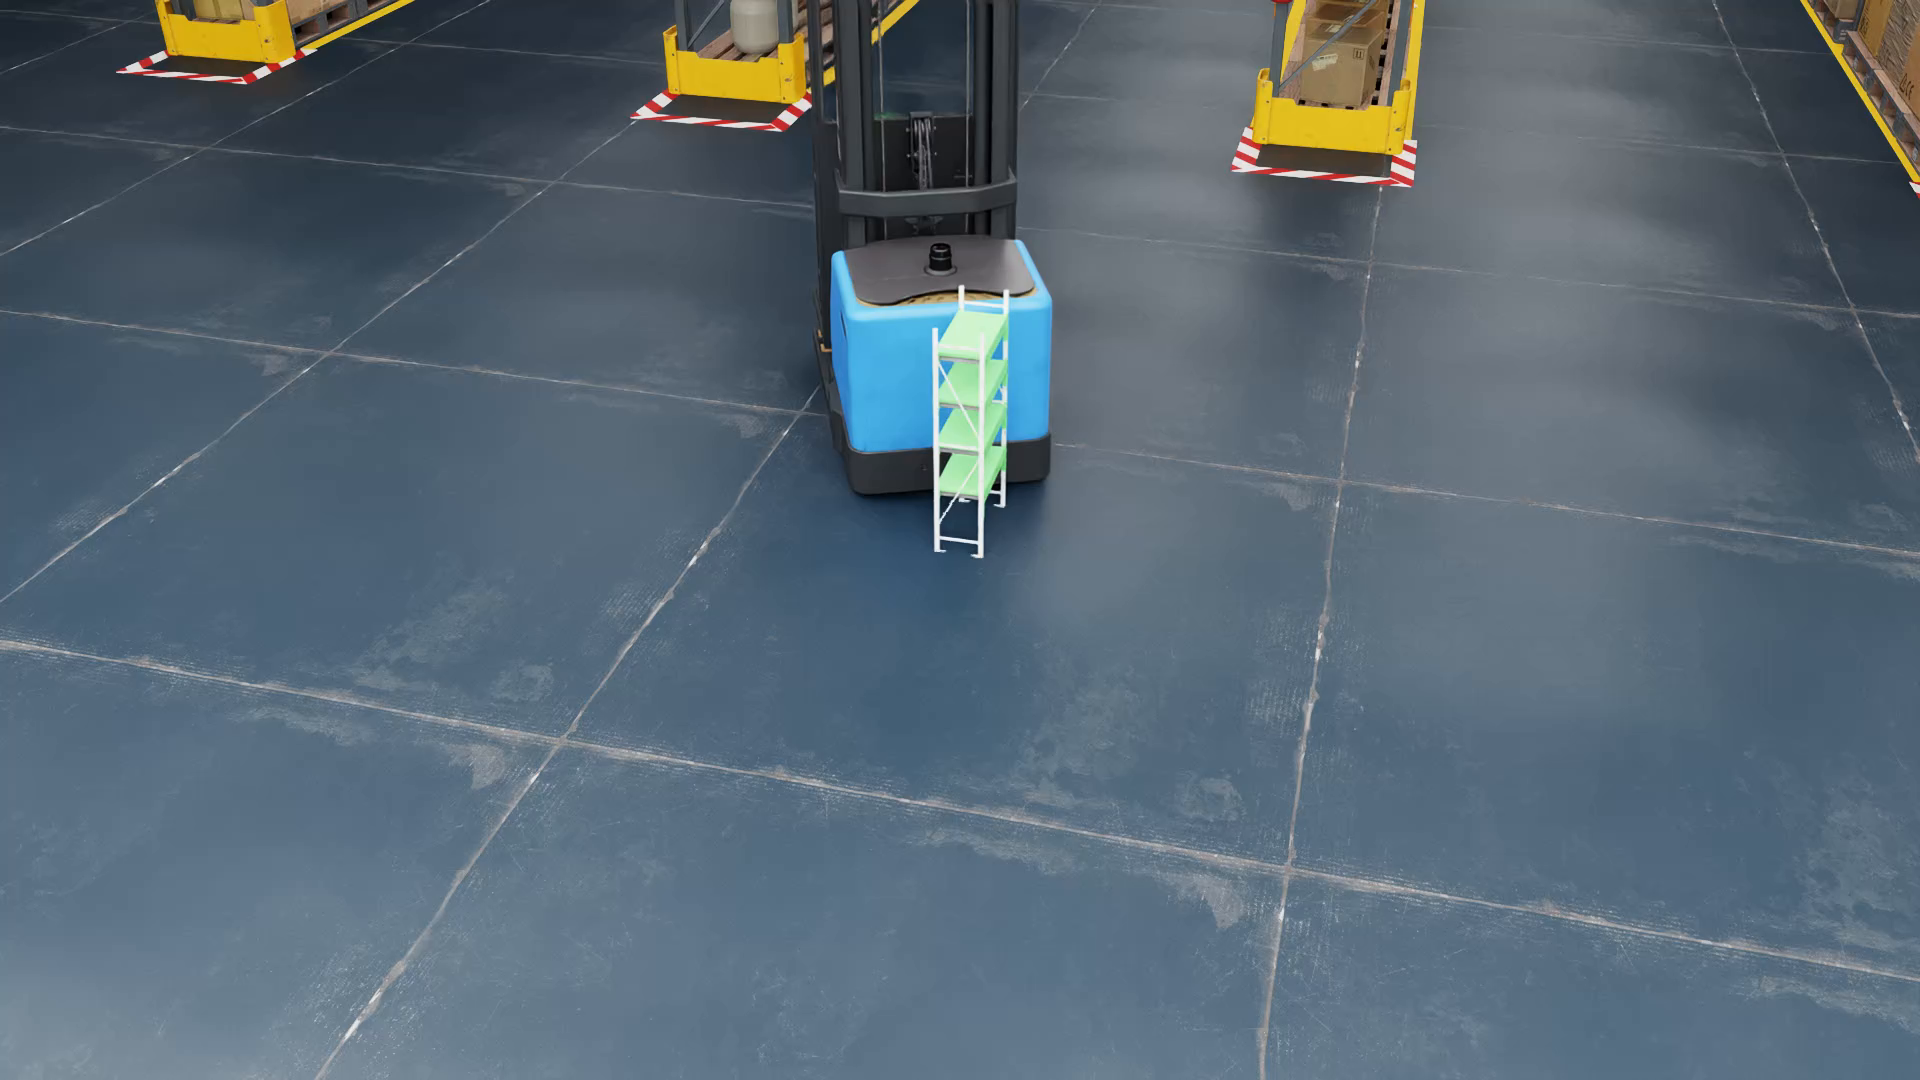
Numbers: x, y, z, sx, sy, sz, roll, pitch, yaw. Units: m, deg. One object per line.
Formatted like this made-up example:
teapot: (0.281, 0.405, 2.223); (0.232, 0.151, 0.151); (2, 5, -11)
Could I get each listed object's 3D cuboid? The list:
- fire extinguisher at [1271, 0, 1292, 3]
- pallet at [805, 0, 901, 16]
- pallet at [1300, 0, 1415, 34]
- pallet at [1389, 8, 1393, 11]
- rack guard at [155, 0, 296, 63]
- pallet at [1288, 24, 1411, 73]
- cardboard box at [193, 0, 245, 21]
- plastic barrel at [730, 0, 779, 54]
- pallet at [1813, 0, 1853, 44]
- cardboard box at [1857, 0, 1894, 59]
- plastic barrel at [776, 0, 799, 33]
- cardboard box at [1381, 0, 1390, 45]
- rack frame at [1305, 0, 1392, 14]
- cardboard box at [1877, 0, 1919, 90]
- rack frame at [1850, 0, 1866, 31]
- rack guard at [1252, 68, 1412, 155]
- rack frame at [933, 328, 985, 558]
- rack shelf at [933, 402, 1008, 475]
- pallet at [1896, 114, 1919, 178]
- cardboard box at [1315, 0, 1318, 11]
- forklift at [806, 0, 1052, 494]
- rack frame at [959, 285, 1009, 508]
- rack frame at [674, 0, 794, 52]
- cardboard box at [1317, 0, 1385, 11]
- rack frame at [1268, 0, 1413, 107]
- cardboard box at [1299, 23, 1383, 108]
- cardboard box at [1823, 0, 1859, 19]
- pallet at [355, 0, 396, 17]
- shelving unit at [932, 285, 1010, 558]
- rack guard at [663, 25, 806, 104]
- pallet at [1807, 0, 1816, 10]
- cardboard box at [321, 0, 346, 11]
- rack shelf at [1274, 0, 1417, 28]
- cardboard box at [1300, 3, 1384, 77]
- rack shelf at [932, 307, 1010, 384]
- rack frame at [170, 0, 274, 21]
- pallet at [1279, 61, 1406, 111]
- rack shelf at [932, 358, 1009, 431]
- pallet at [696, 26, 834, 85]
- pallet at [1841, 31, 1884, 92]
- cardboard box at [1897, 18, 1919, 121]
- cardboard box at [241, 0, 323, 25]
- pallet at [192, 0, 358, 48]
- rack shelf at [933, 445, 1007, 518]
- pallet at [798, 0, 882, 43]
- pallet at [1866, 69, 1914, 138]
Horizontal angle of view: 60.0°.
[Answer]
fire extinguisher: (2.428, -4.364, 12.390); (0.296, 0.674, 0.183); (8, 33, 12)
pallet: (-1.083, -5.623, 16.899); (1.003, 0.211, 1.213); (8, 33, 12)
pallet: (3.782, -4.939, 15.822); (1.003, 0.211, 1.213); (8, 33, 12)
pallet: (4.114, -5.696, 17.013); (1.003, 0.211, 1.213); (8, 33, 12)
rack guard: (-6.684, -4.676, 15.140); (1.175, 0.500, 0.348); (8, 33, 12)
pallet: (3.474, -4.304, 14.823); (1.003, 0.211, 1.213); (8, 33, 12)
cardboard box: (-6.828, -5.079, 15.615); (0.500, 0.250, 0.500); (8, 33, 12)
plastic barrel: (-1.795, -4.547, 14.533); (0.421, 0.512, 0.421); (0, 32, 0)
pallet: (8.813, -4.975, 15.879); (1.003, 0.211, 1.213); (8, 33, 12)
cardboard box: (8.463, -4.705, 14.444); (0.875, 0.875, 0.875); (9, 33, 13)
plastic barrel: (-1.667, -4.807, 14.943); (0.421, 0.512, 0.421); (0, 32, 0)
cardboard box: (3.558, -4.758, 14.877); (0.500, 0.500, 0.500); (5, 33, 8)
rack frame: (3.918, -6.469, 15.629); (1.000, 3.000, 0.127); (8, 33, 12)
cardboard box: (8.238, -4.236, 13.707); (0.875, 0.875, 0.875); (8, 33, 13)
rack frame: (8.690, -5.741, 14.485); (1.000, 3.000, 0.127); (8, 33, 12)
rack guard: (2.922, -3.378, 13.097); (1.175, 0.500, 0.348); (8, 33, 12)
rack frame: (-0.005, -0.436, 7.817); (0.240, 1.200, 0.015); (8, 33, 12)
rack shelf: (0.054, -0.509, 8.051); (0.258, 0.148, 0.480); (8, 33, 12)
pallet: (7.802, -2.914, 12.637); (1.003, 0.211, 1.213); (8, 33, 12)
cardboard box: (3.640, -5.091, 15.400); (0.500, 0.500, 0.500); (19, 37, 27)
forklift: (-0.277, -2.248, 9.055); (1.130, 2.935, 3.031); (-5, 33, -8)
rack frame: (0.114, -0.689, 8.216); (0.240, 1.200, 0.015); (8, 33, 12)
rack frame: (-1.888, -5.067, 13.425); (1.000, 3.000, 0.127); (8, 33, 12)
cardboard box: (3.374, -4.474, 14.431); (0.500, 0.500, 0.500); (11, 34, 17)
rack frame: (2.903, -4.393, 12.364); (1.000, 3.000, 0.127); (8, 33, 12)
cardboard box: (3.078, -3.837, 13.428); (0.500, 0.500, 0.500); (14, 35, 21)
cardboard box: (8.761, -5.303, 15.502); (1.050, 0.750, 0.750); (8, 33, 12)
pallet: (-6.213, -5.601, 16.863); (1.003, 0.211, 1.213); (8, 33, 12)
shelving unit: (0.054, -0.563, 8.016); (0.258, 1.200, 0.503); (8, 33, 12)
rack guard: (-1.914, -4.058, 14.168); (1.175, 0.500, 0.348); (8, 33, 12)
pallet: (9.121, -5.610, 16.878); (1.003, 0.211, 1.213); (8, 33, 12)
cardboard box: (-6.203, -5.268, 15.913); (0.500, 0.250, 0.500); (8, 33, 12)
rack shelf: (3.411, -5.127, 14.190); (1.077, 0.370, 4.000); (8, 33, 12)
cardboard box: (3.196, -4.152, 13.924); (0.500, 0.500, 0.500); (17, 36, 25)
rack shelf: (0.054, -0.914, 7.793); (0.258, 0.148, 0.480); (8, 33, 12)
rack frame: (-6.678, -5.744, 14.489); (1.000, 3.000, 0.127); (8, 33, 12)
pallet: (3.163, -3.672, 13.830); (1.003, 0.211, 1.213); (8, 33, 12)
rack shelf: (0.054, -0.711, 7.922); (0.258, 0.148, 0.480); (8, 33, 12)
pallet: (-1.703, -4.357, 14.907); (1.003, 0.211, 1.213); (8, 33, 12)
pallet: (8.422, -4.180, 14.629); (1.003, 0.211, 1.213); (8, 33, 12)
cardboard box: (8.005, -3.764, 12.963); (0.875, 0.875, 0.875); (8, 33, 12)
cardboard box: (-6.327, -5.009, 15.504); (0.500, 0.250, 0.500); (8, 33, 12)
pallet: (-6.524, -4.969, 15.870); (1.003, 0.211, 1.213); (8, 33, 12)
rack shelf: (0.054, -0.306, 8.180); (0.258, 0.148, 0.480); (8, 33, 12)
pallet: (-1.391, -4.988, 15.900); (1.003, 0.211, 1.213); (8, 33, 12)
pallet: (8.114, -3.545, 13.630); (1.003, 0.211, 1.213); (8, 33, 12)
